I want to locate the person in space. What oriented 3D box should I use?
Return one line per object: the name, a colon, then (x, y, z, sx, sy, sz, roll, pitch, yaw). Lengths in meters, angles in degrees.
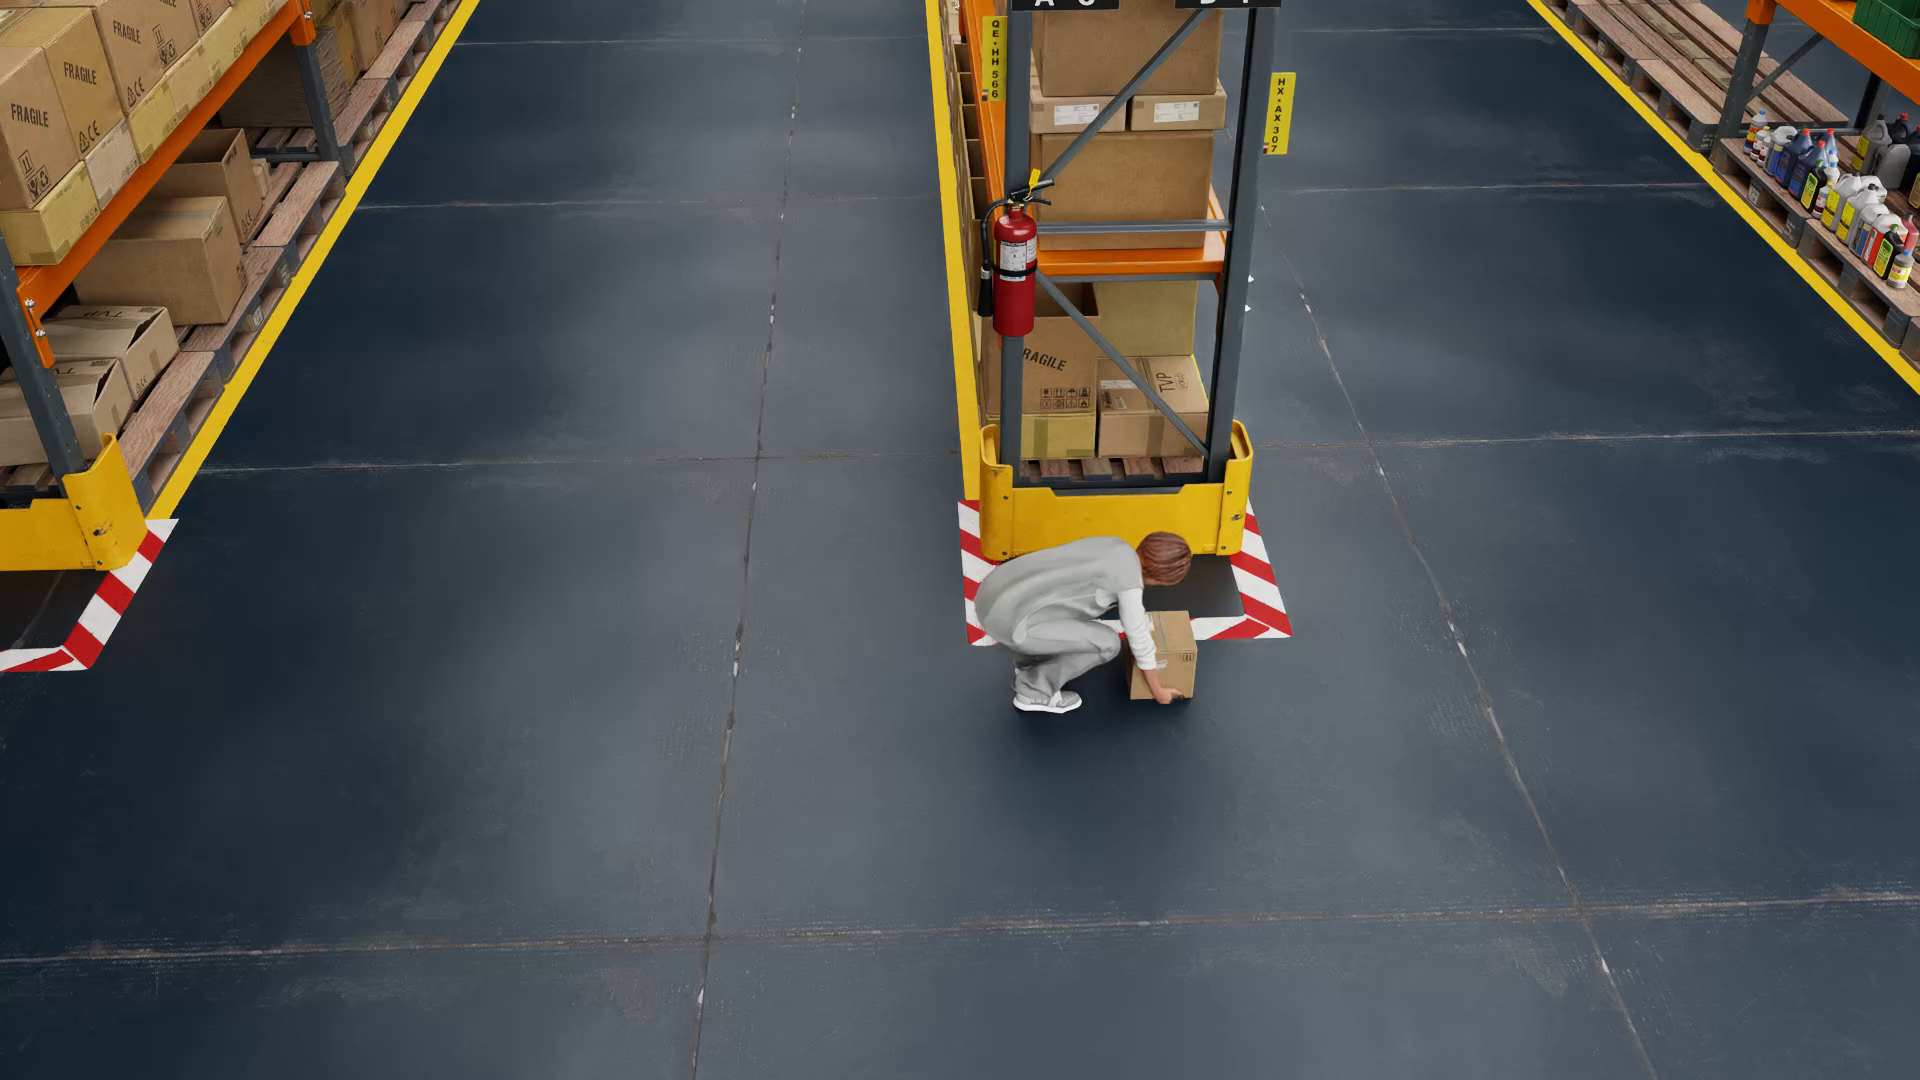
person: (0.477, 0.328, 6.526, 0.855, 0.686, 0.420, -5, 36, -6)
